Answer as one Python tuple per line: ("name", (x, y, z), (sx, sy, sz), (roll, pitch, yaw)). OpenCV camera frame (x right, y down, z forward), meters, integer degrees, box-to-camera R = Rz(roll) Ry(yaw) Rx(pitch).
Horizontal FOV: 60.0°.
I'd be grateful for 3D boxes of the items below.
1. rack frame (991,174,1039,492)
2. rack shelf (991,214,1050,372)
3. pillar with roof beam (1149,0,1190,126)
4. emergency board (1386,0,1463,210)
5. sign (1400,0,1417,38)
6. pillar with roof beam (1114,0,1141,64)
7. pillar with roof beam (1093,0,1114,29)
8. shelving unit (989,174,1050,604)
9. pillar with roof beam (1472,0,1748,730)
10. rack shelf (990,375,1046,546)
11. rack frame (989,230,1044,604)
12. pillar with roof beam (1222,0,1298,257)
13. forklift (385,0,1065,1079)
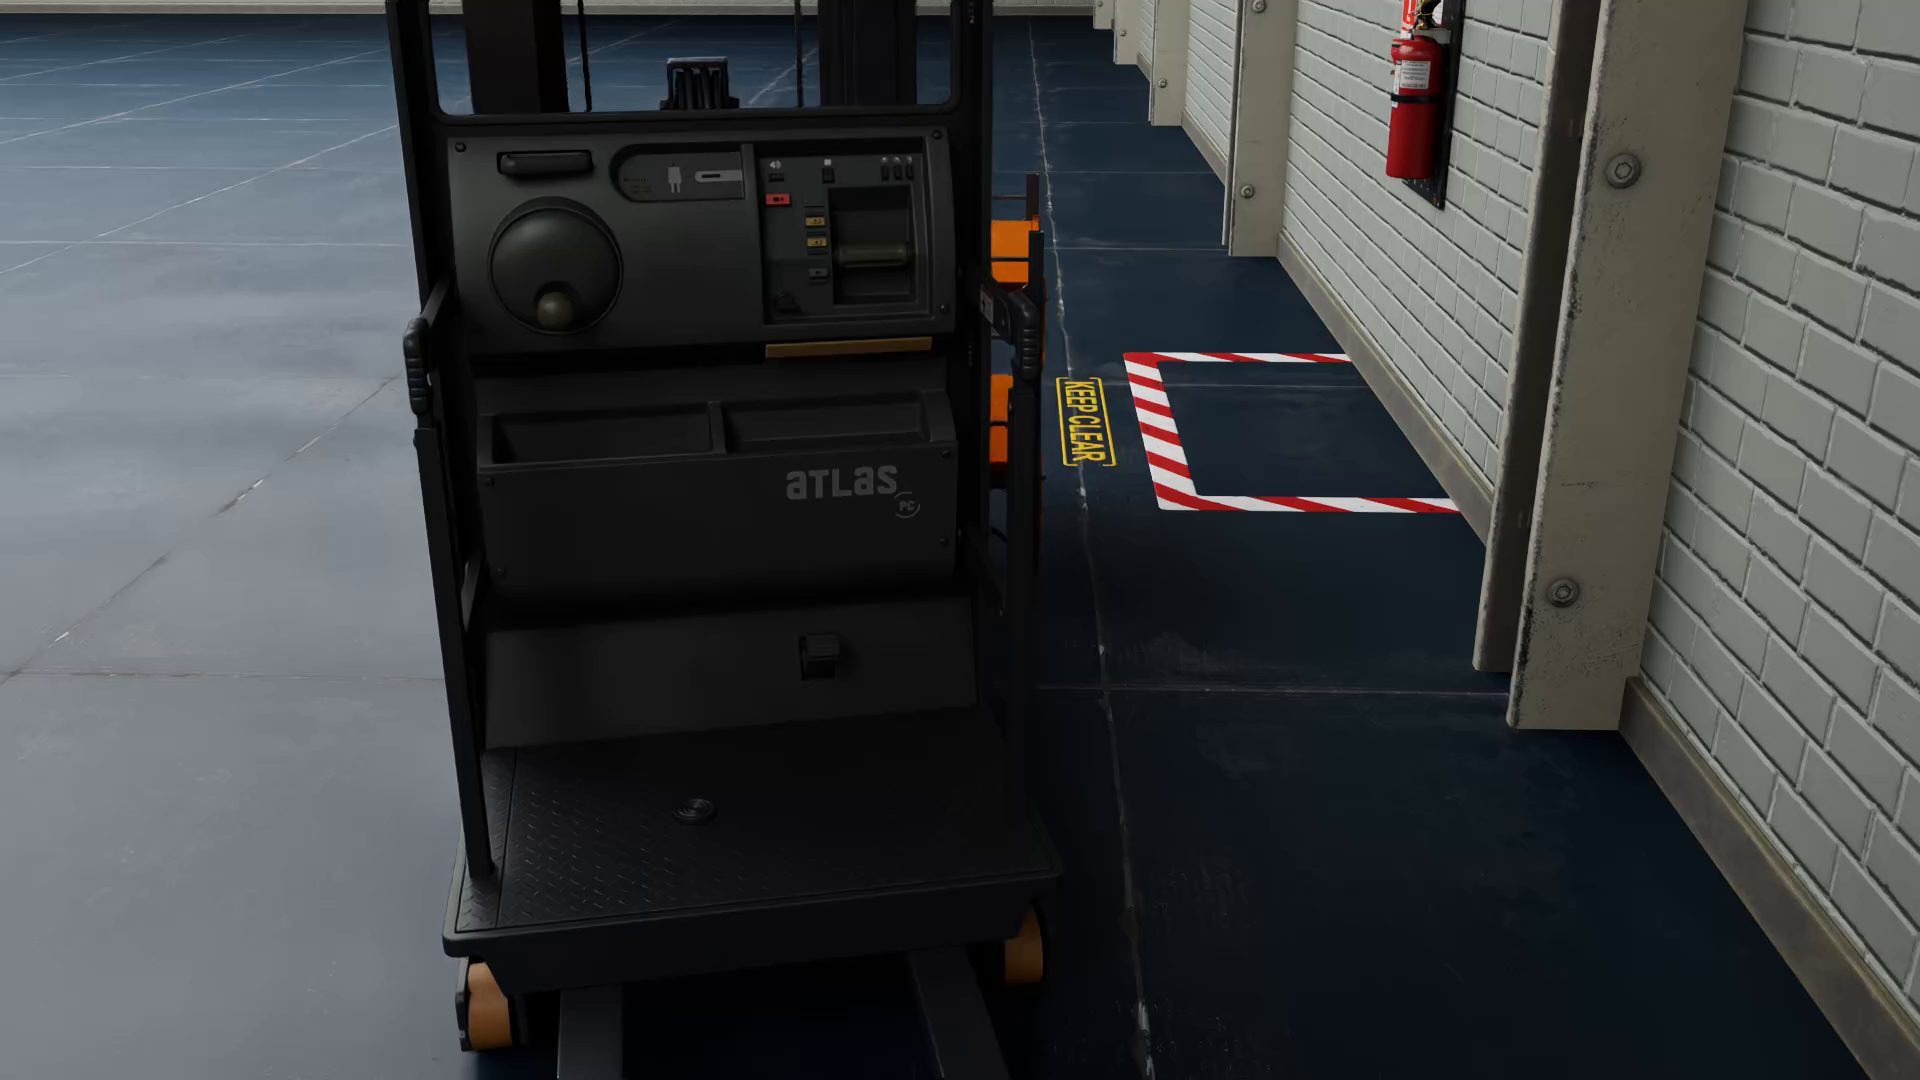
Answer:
("rack frame", (0.015, -0.706, 5.793), (0.500, 1.125, 0.032), (1, 21, 2))
("rack shelf", (0.000, -0.795, 5.213), (0.538, 0.278, 1.000), (1, 21, 2))
("pillar with roof beam", (-2.359, -8.167, 14.137), (9.100, 9.000, 0.400), (1, 21, 2))
("emergency board", (1.692, -1.877, 6.219), (0.194, 1.169, 0.643), (1, 21, 2))
("sign", (1.812, -2.092, 6.725), (0.001, 0.329, 0.234), (1, 21, 2))
("pillar with roof beam", (-2.176, -10.336, 19.728), (9.100, 9.000, 0.400), (1, 21, 2))
("pillar with roof beam", (-1.994, -12.506, 25.319), (9.100, 9.000, 0.400), (1, 21, 2))
("shelving unit", (0.000, -0.522, 5.319), (0.538, 1.125, 1.048), (1, 21, 2))
("pillar with roof beam", (-2.724, -3.828, 2.955), (9.100, 9.000, 0.400), (1, 21, 2))
("rack shelf", (0.000, -0.294, 5.408), (0.538, 0.278, 1.000), (1, 21, 2))
("rack frame", (-0.016, -0.338, 4.845), (0.500, 1.125, 0.032), (1, 21, 2))
("pillar with roof beam", (-2.541, -5.997, 8.546), (9.100, 9.000, 0.400), (1, 21, 2))
("forklift", (-0.431, -0.564, 2.930), (1.130, 2.935, 3.031), (-4, 22, -10))
